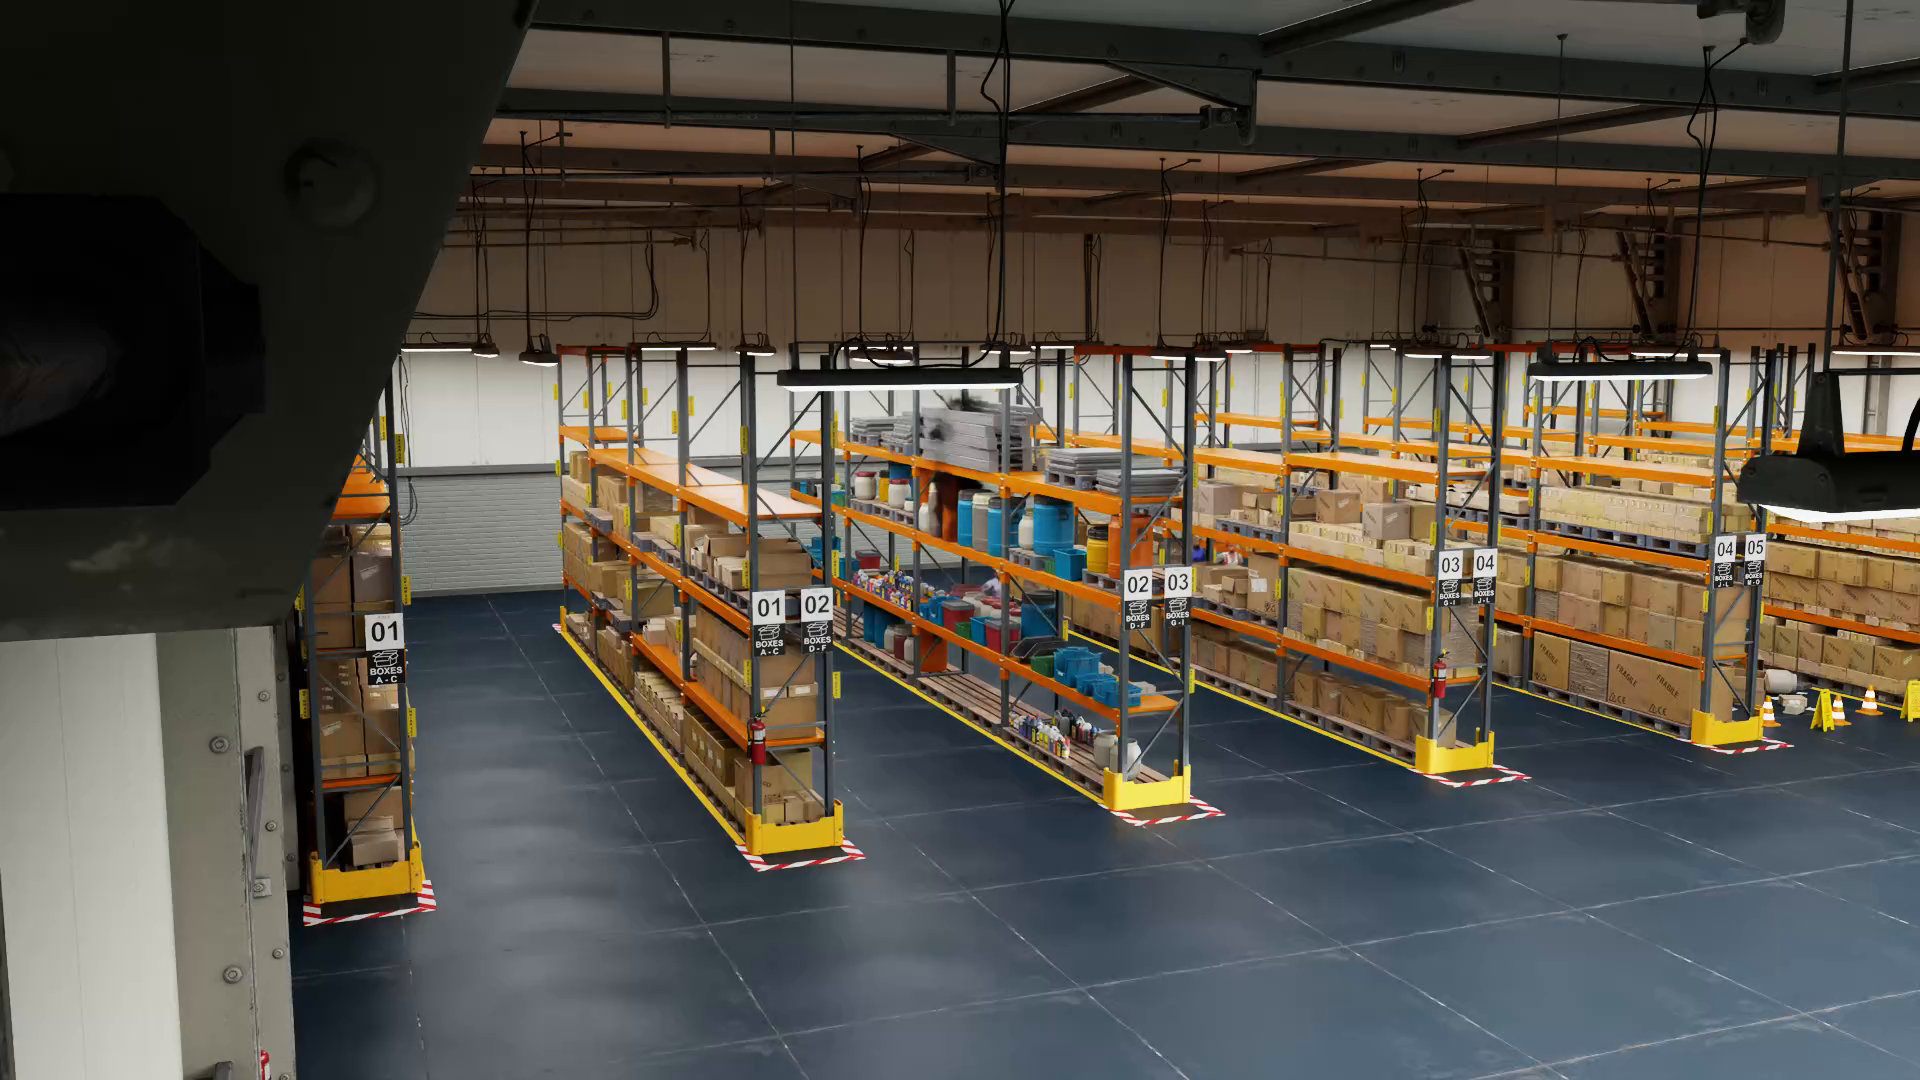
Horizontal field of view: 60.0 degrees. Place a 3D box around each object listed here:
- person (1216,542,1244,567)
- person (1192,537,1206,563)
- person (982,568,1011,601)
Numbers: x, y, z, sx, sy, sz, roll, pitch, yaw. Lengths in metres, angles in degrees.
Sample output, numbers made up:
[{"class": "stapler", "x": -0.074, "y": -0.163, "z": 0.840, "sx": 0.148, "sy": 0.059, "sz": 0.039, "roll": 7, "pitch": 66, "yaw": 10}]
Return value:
[{"class": "person", "x": 5.913, "y": 0.866, "z": 36.137, "sx": 0.631, "sy": 1.748, "sz": 0.612, "roll": -3, "pitch": 8, "yaw": -20}, {"class": "person", "x": 5.321, "y": 0.758, "z": 37.495, "sx": 0.545, "sy": 1.647, "sz": 0.670, "roll": -4, "pitch": 8, "yaw": -28}, {"class": "person", "x": 0.792, "y": 1.339, "z": 33.021, "sx": 0.593, "sy": 1.606, "sz": 0.574, "roll": -6, "pitch": 9, "yaw": -38}]
